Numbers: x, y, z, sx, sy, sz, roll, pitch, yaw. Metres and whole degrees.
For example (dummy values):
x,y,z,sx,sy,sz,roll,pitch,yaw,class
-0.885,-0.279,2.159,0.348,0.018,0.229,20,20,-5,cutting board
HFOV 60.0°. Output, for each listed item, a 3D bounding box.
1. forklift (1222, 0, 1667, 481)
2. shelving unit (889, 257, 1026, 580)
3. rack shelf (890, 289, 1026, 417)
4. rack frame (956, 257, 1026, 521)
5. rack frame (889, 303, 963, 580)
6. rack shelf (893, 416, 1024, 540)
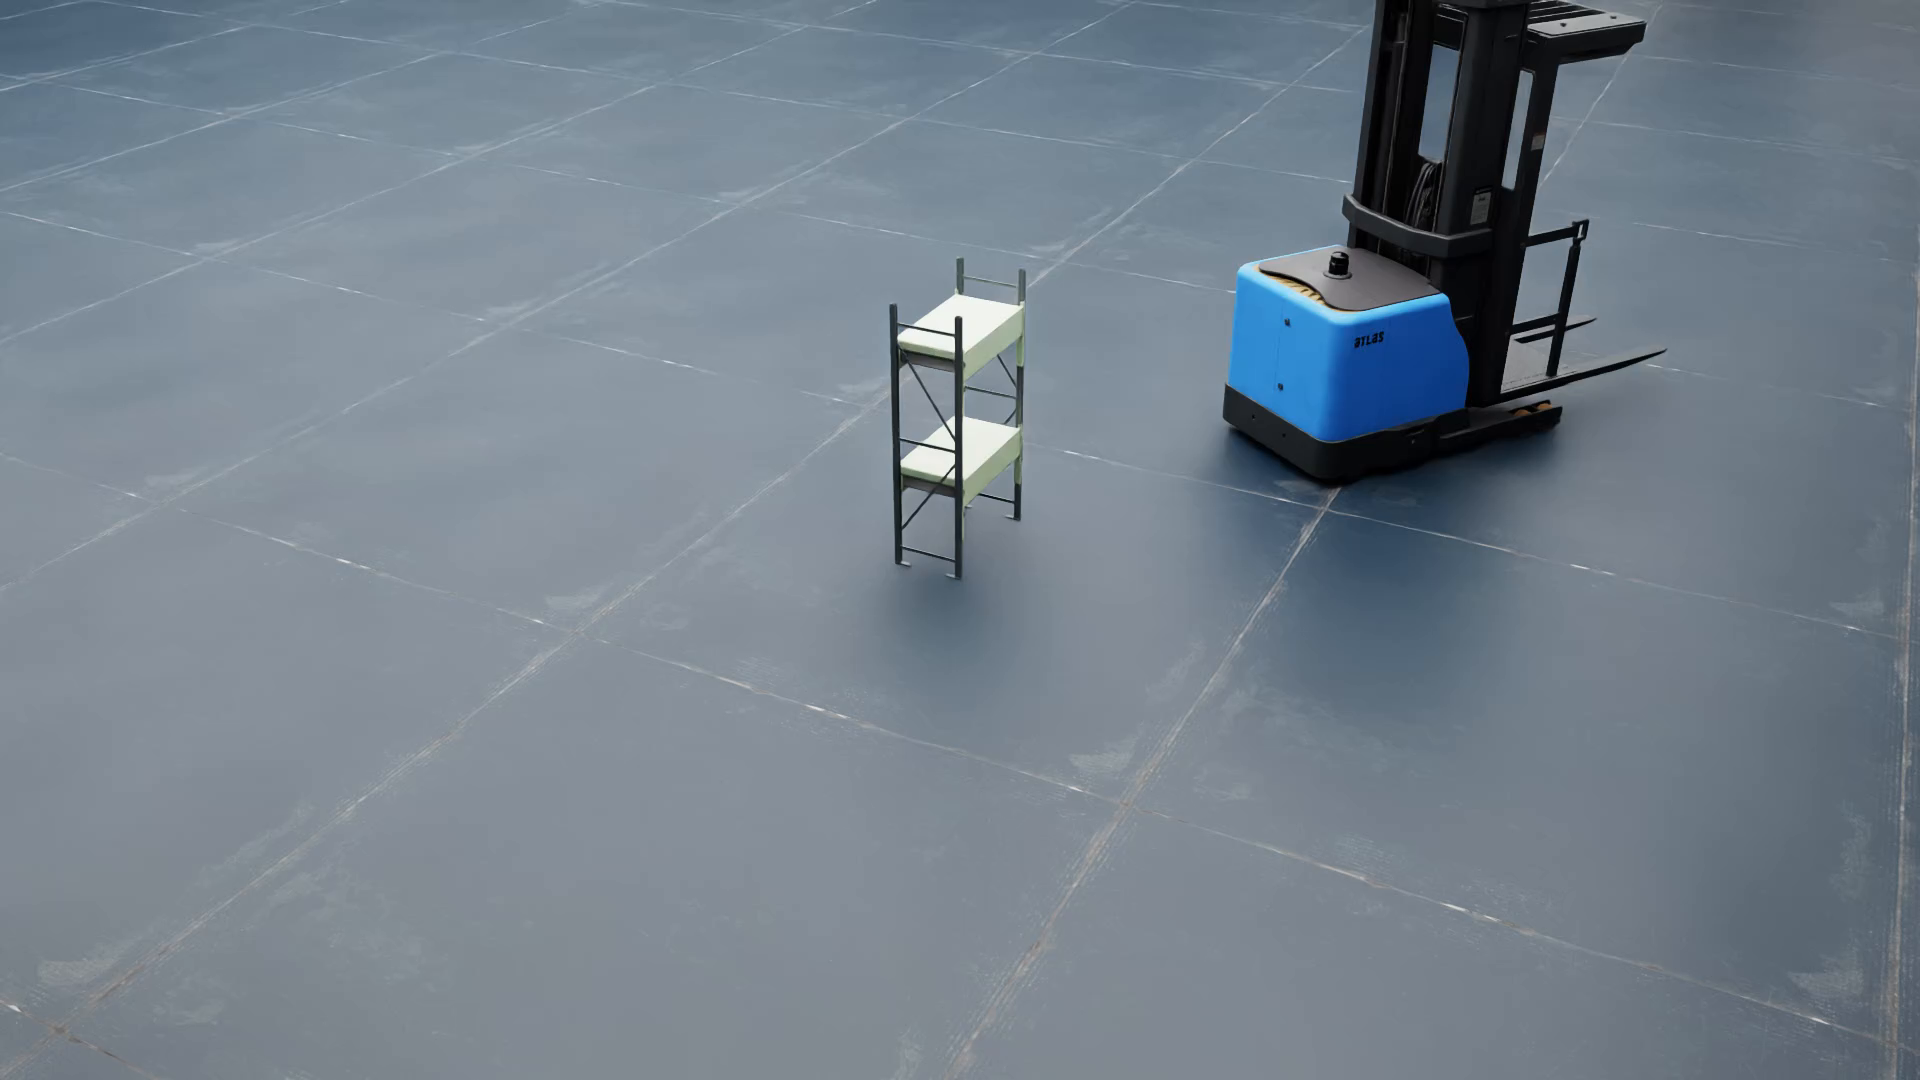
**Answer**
x,y,z,sx,sy,sz,roll,pitch,yaw,class
3.193,-2.131,10.018,3.031,2.935,1.130,-15,33,-24,forklift
-0.003,-0.647,8.871,0.431,1.500,0.755,14,33,23,shelving unit
-0.003,-0.986,8.677,0.431,0.370,0.720,14,33,23,rack shelf
0.164,-0.810,9.154,0.400,1.500,0.023,14,33,23,rack frame
-0.170,-0.485,8.589,0.400,1.500,0.023,14,33,23,rack frame
-0.003,-0.365,9.034,0.431,0.370,0.720,14,33,23,rack shelf
